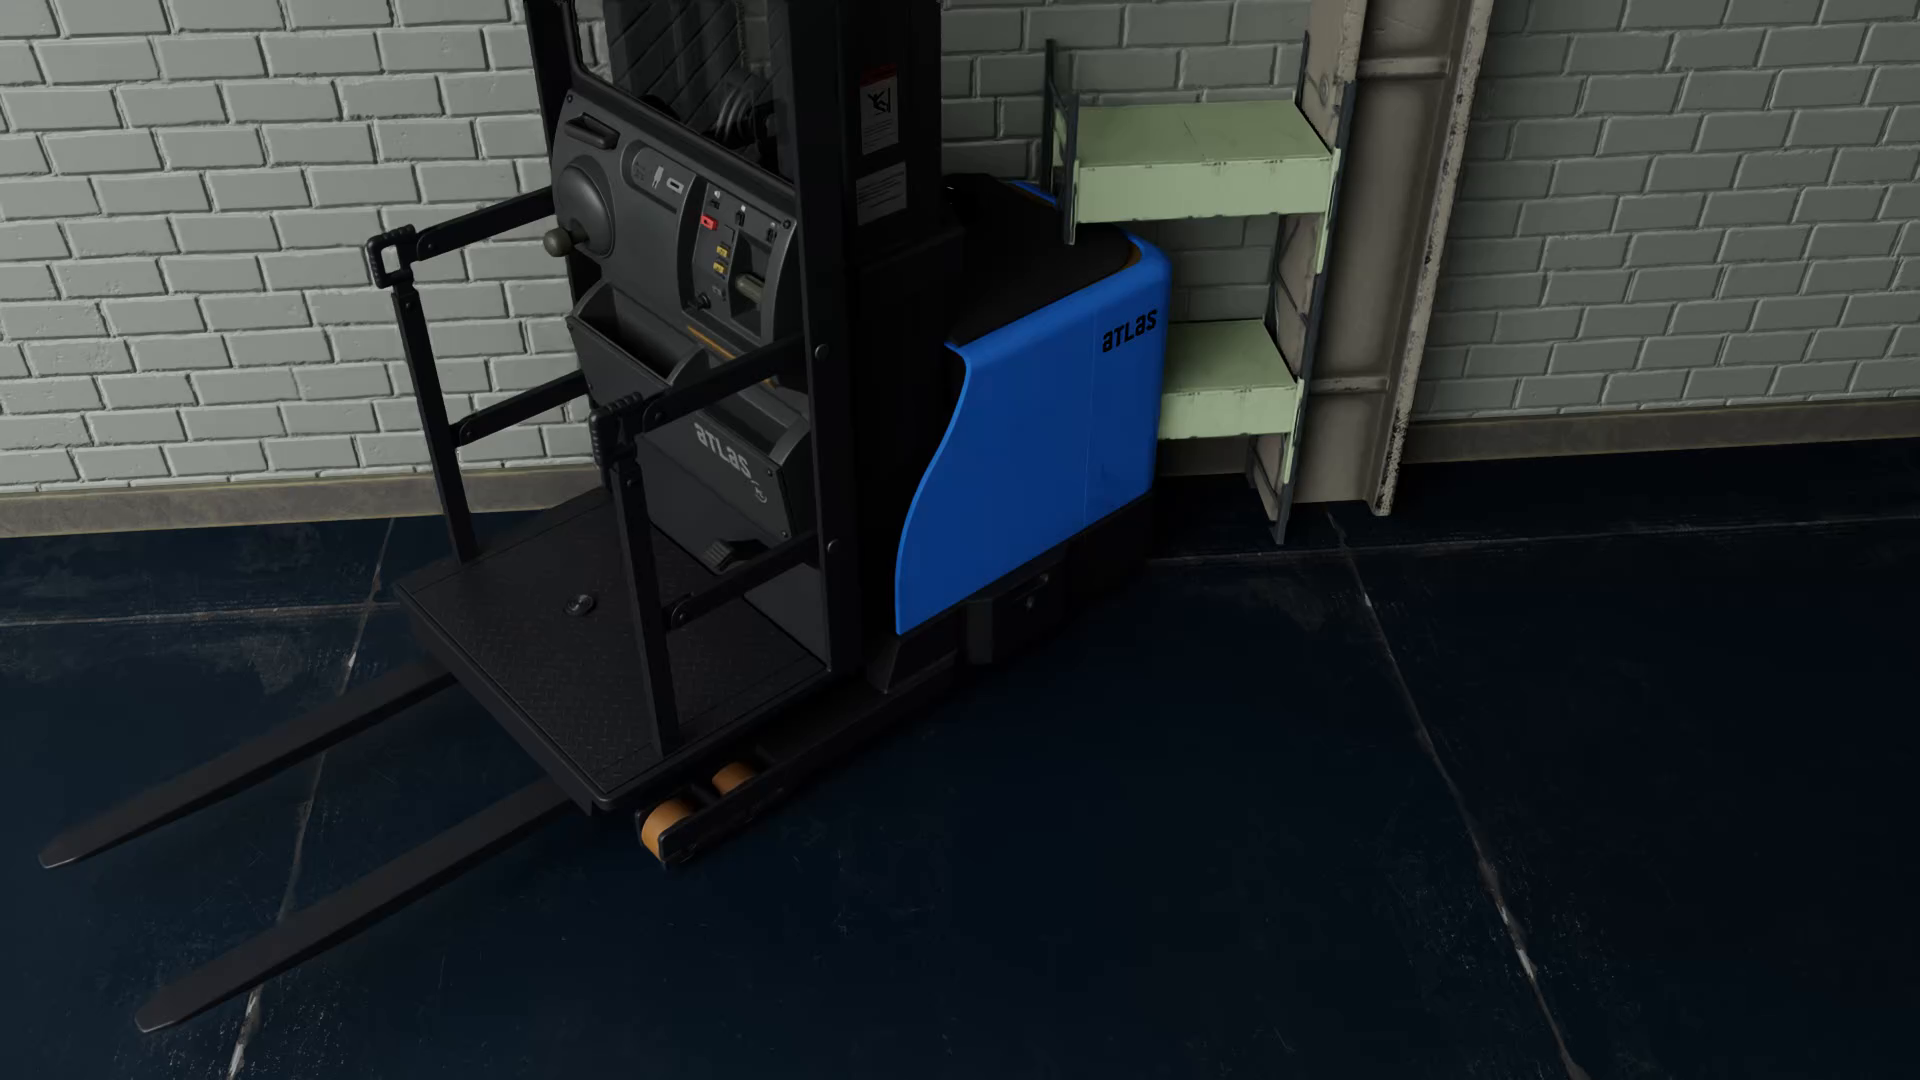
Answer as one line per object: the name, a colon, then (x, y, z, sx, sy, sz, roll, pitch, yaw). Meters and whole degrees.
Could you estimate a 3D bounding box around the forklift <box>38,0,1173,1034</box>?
forklift: (-0.839, -0.700, 3.771, 3.031, 2.935, 1.130, -29, 47, -32)

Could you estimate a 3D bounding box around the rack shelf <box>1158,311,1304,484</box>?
rack shelf: (0.622, -0.419, 5.085, 0.720, 0.370, 0.431, -4, 37, -6)

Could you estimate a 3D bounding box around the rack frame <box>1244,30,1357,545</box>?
rack frame: (0.988, -0.703, 4.927, 0.023, 1.500, 0.400, -4, 37, -6)

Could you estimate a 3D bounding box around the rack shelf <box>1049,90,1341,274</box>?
rack shelf: (0.629, -0.991, 4.654, 0.720, 0.370, 0.431, -4, 37, -6)

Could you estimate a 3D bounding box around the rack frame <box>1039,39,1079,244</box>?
rack frame: (0.262, -0.655, 4.851, 0.023, 1.500, 0.400, -4, 37, -6)

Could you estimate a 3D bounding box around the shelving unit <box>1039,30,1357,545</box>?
shelving unit: (0.625, -0.679, 4.889, 0.755, 1.500, 0.431, -4, 37, -6)
